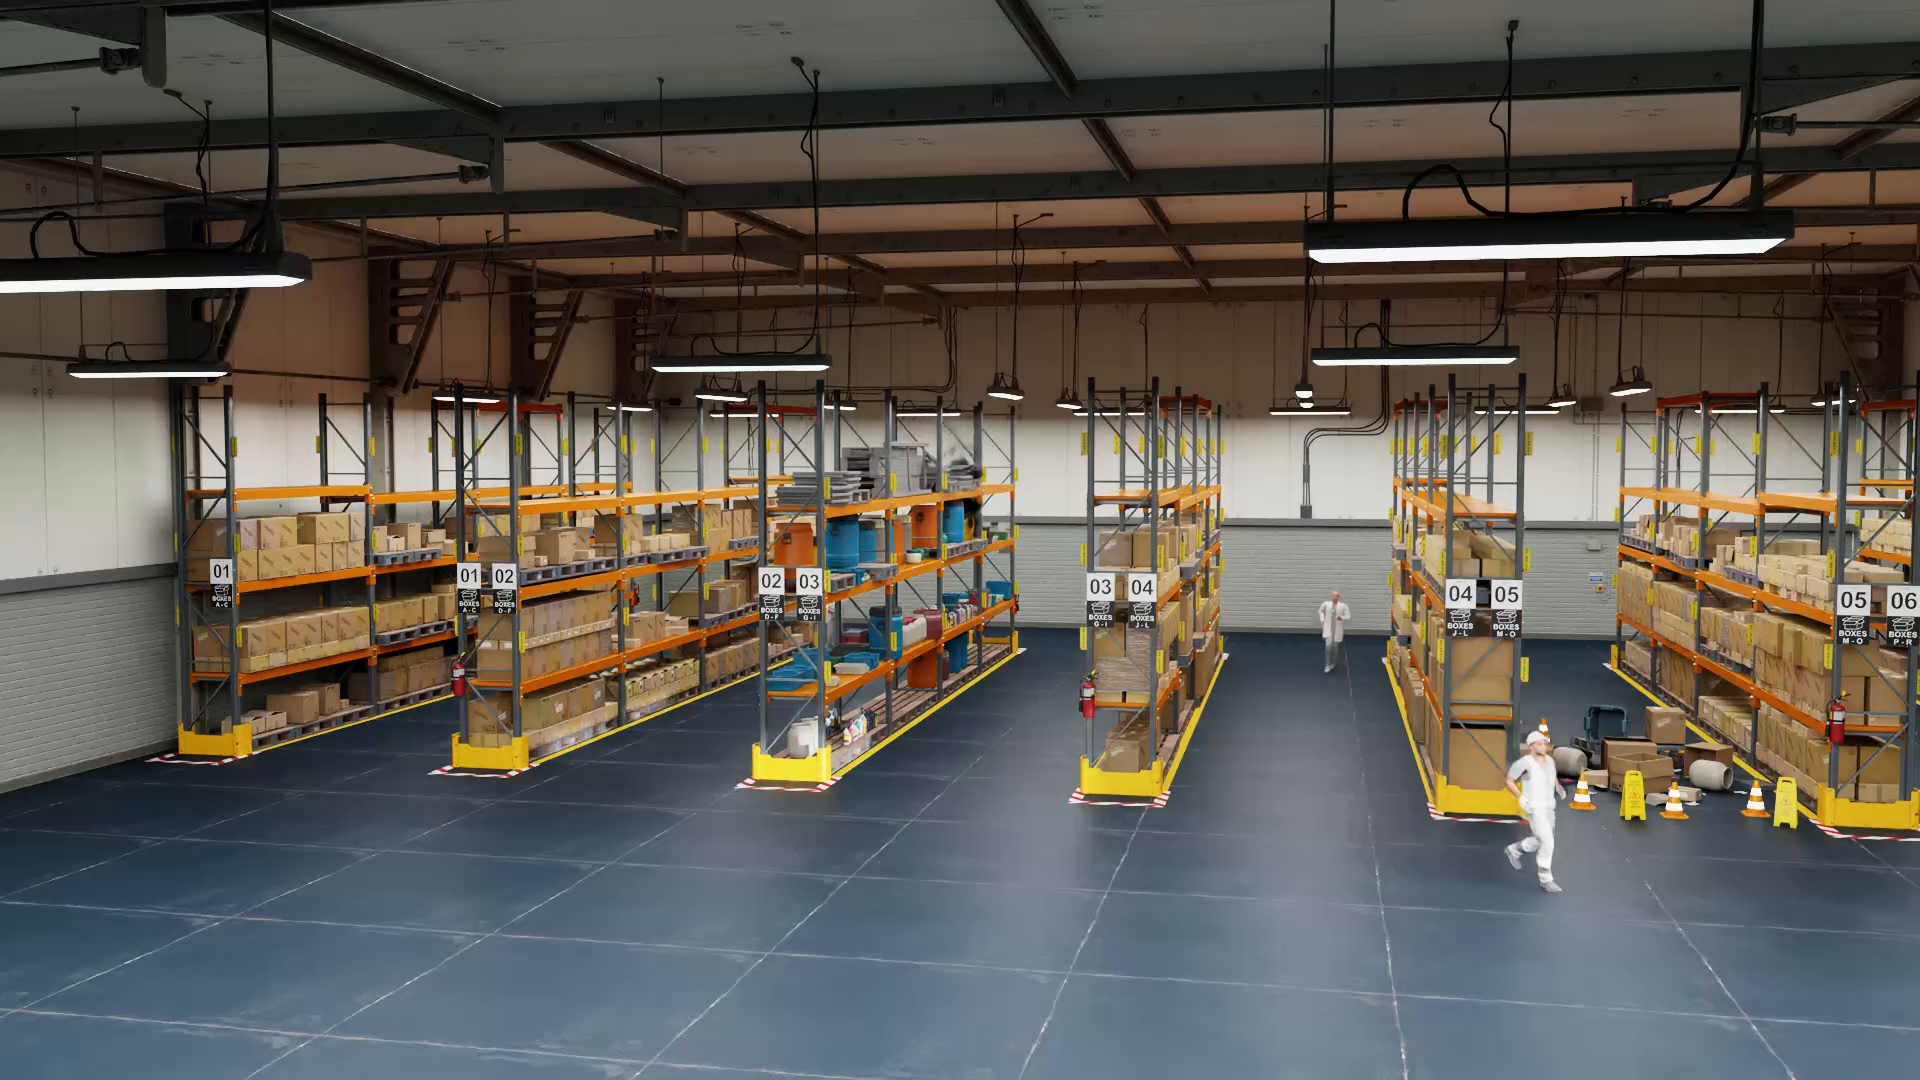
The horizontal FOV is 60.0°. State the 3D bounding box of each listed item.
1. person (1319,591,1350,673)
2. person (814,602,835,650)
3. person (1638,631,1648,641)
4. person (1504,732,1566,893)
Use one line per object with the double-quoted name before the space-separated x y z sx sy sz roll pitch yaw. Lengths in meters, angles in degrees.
"person" 8.353 2.039 37.103 0.691 1.814 0.771 1 3 13
"person" -2.998 1.845 36.446 0.582 1.751 0.735 0 3 3
"person" 15.938 2.022 38.602 0.656 1.682 0.758 -3 4 -43
"person" 6.555 3.061 18.969 0.626 1.779 0.816 -2 4 -28
